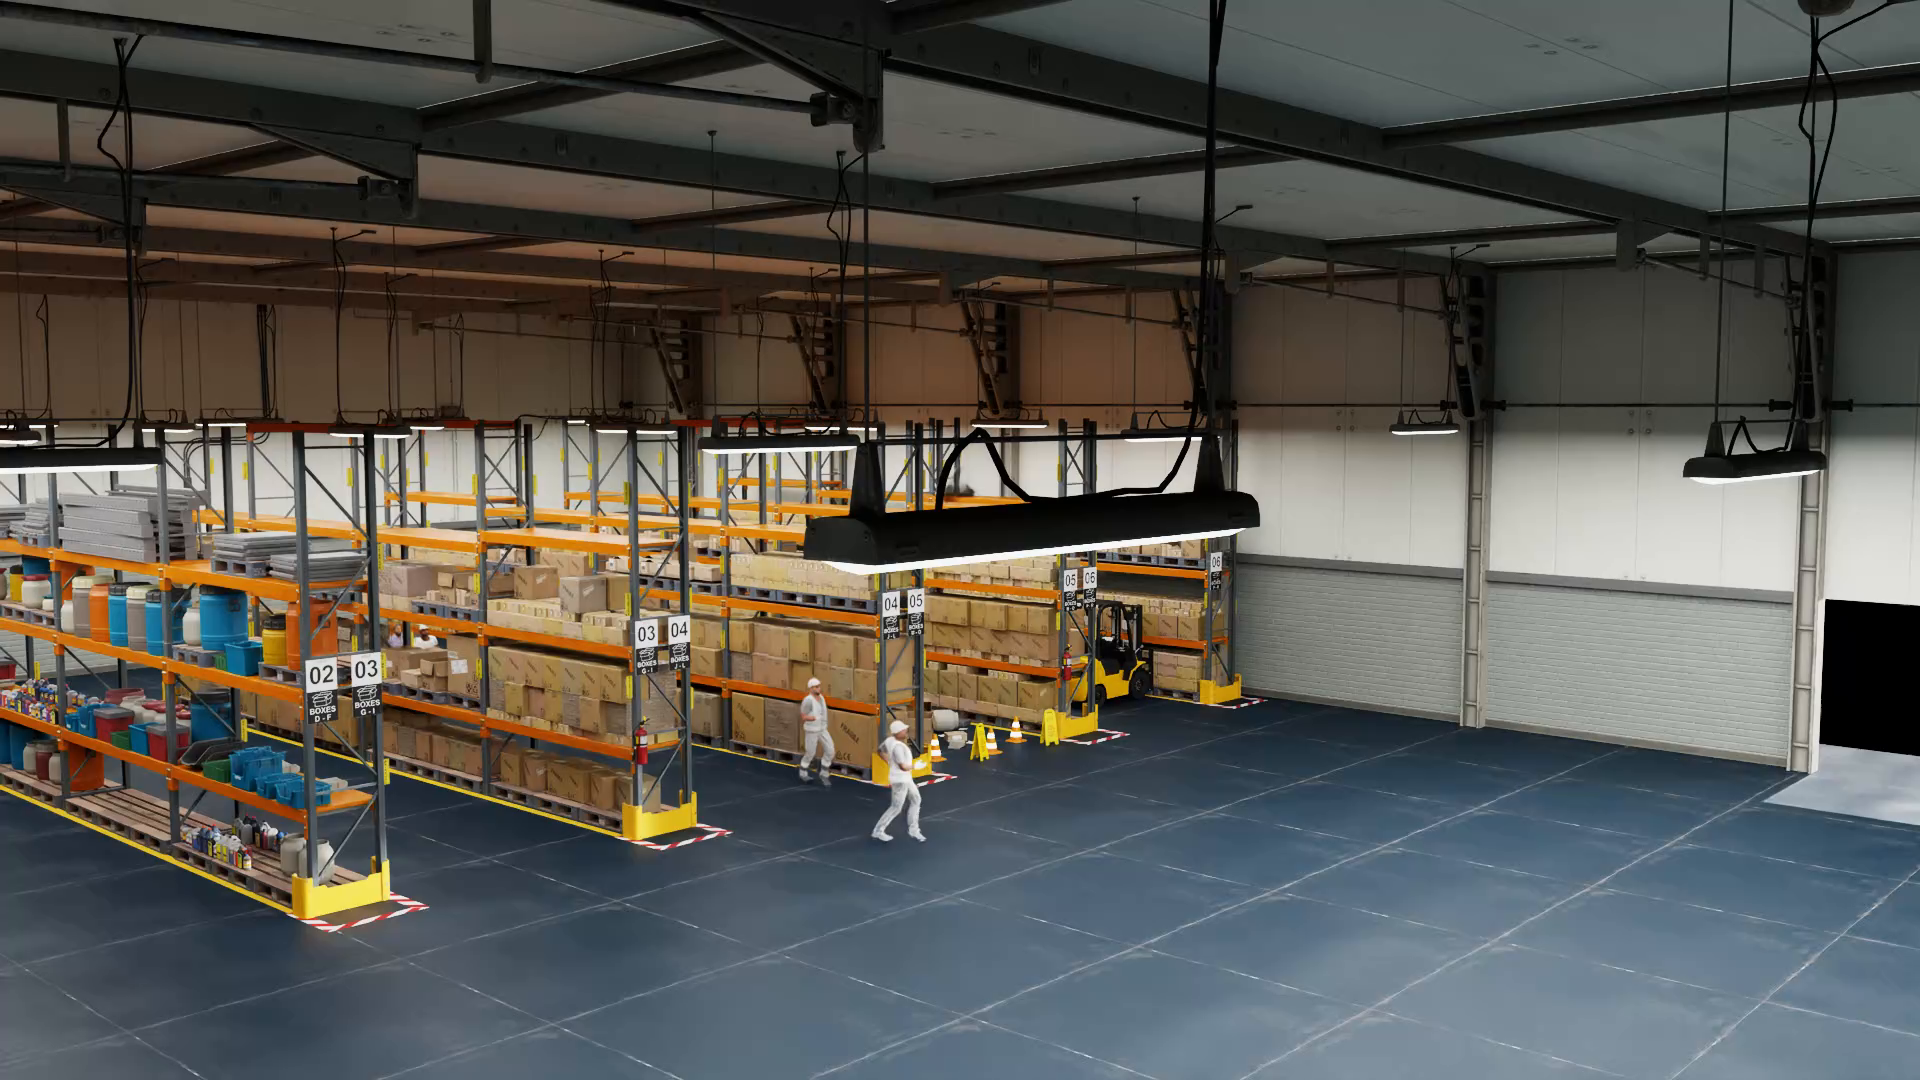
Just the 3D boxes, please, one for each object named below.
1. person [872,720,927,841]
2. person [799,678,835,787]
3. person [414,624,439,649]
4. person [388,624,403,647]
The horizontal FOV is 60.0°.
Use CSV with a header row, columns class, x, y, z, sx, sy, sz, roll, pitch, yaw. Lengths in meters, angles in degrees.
class,x,y,z,sx,sy,sz,roll,pitch,yaw
person,-0.879,3.495,24.007,0.810,1.815,0.686,-1,5,-7
person,-2.384,3.196,27.539,0.764,1.836,0.630,4,6,41
person,-11.167,2.611,34.853,0.702,1.725,0.617,-4,6,-40
person,-12.119,2.611,35.920,0.624,1.618,0.622,-4,6,-42
